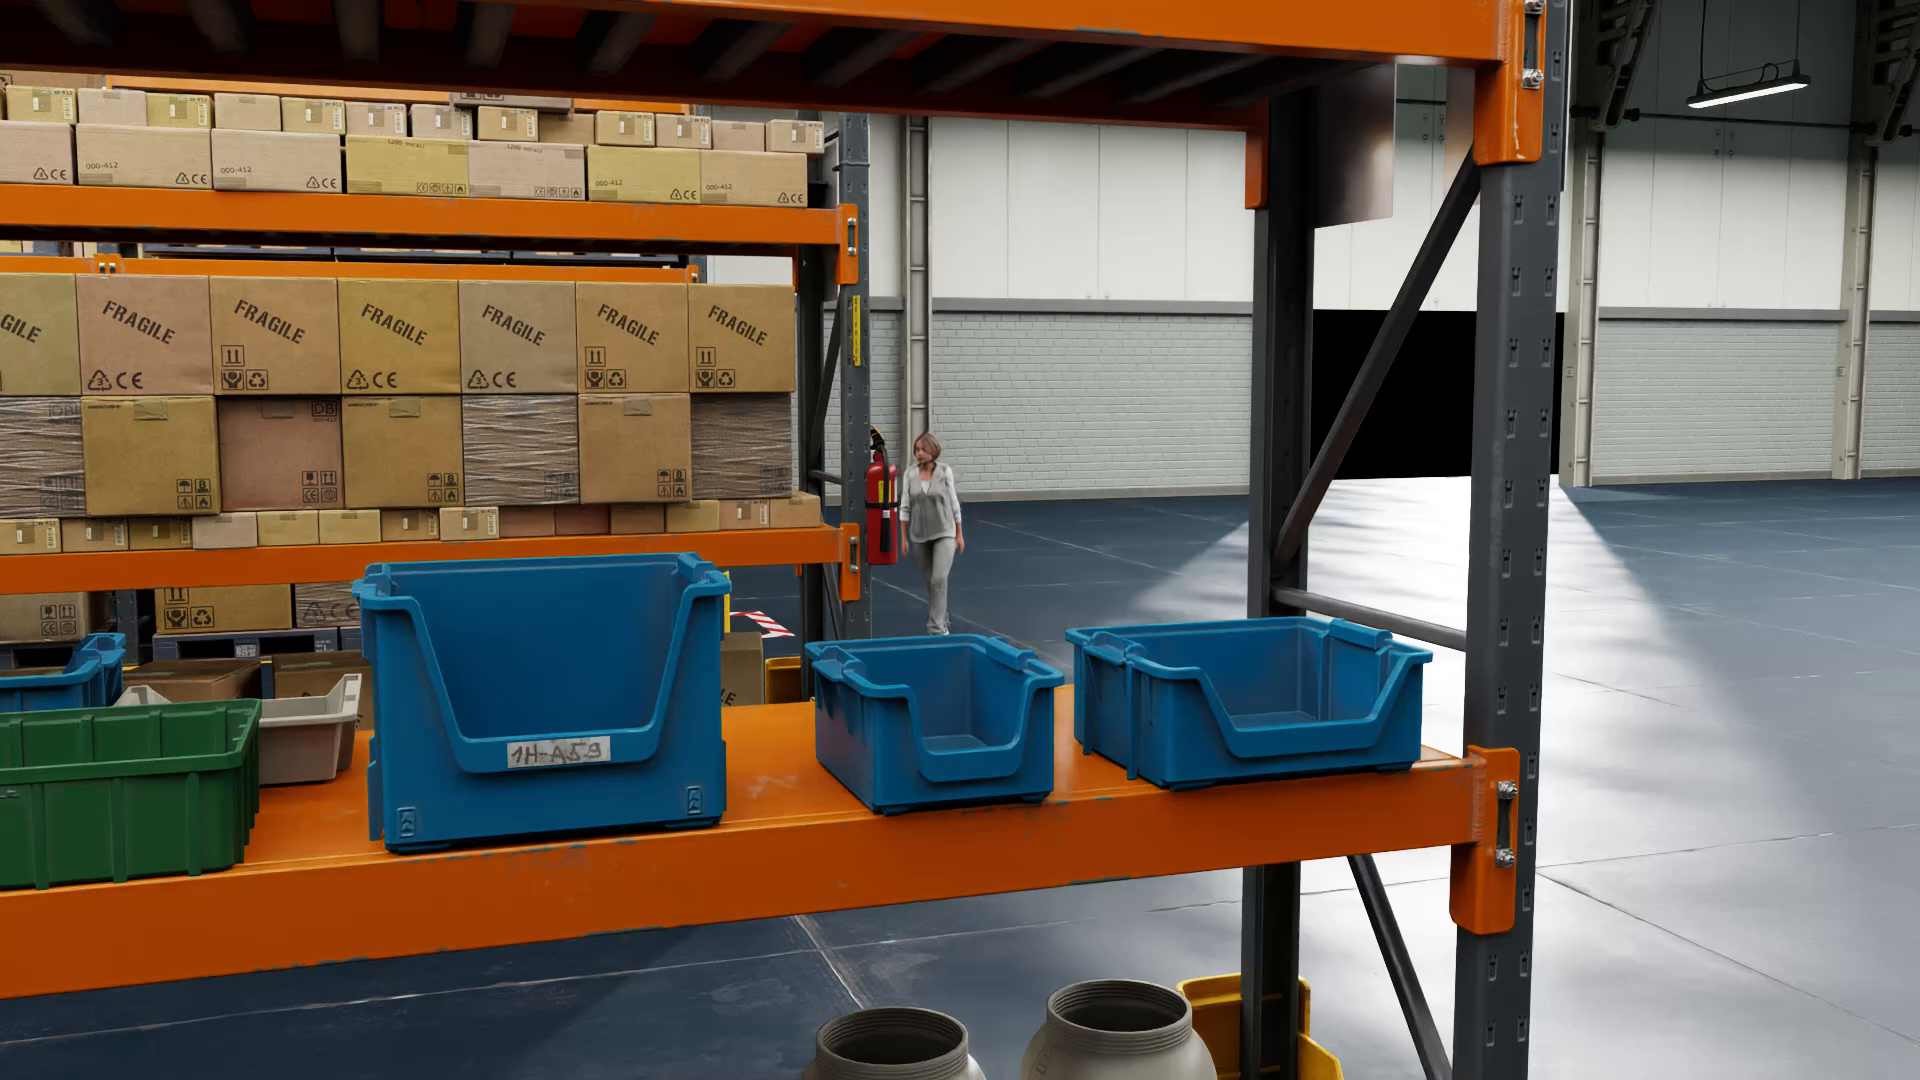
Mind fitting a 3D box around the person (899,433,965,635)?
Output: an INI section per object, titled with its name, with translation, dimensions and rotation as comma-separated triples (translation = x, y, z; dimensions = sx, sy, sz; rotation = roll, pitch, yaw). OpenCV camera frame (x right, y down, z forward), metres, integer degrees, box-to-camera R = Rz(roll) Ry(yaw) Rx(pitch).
[person]
translation = -0.218, 0.008, 12.240
dimensions = 0.442, 1.600, 0.694
rotation = 2, 6, 17
